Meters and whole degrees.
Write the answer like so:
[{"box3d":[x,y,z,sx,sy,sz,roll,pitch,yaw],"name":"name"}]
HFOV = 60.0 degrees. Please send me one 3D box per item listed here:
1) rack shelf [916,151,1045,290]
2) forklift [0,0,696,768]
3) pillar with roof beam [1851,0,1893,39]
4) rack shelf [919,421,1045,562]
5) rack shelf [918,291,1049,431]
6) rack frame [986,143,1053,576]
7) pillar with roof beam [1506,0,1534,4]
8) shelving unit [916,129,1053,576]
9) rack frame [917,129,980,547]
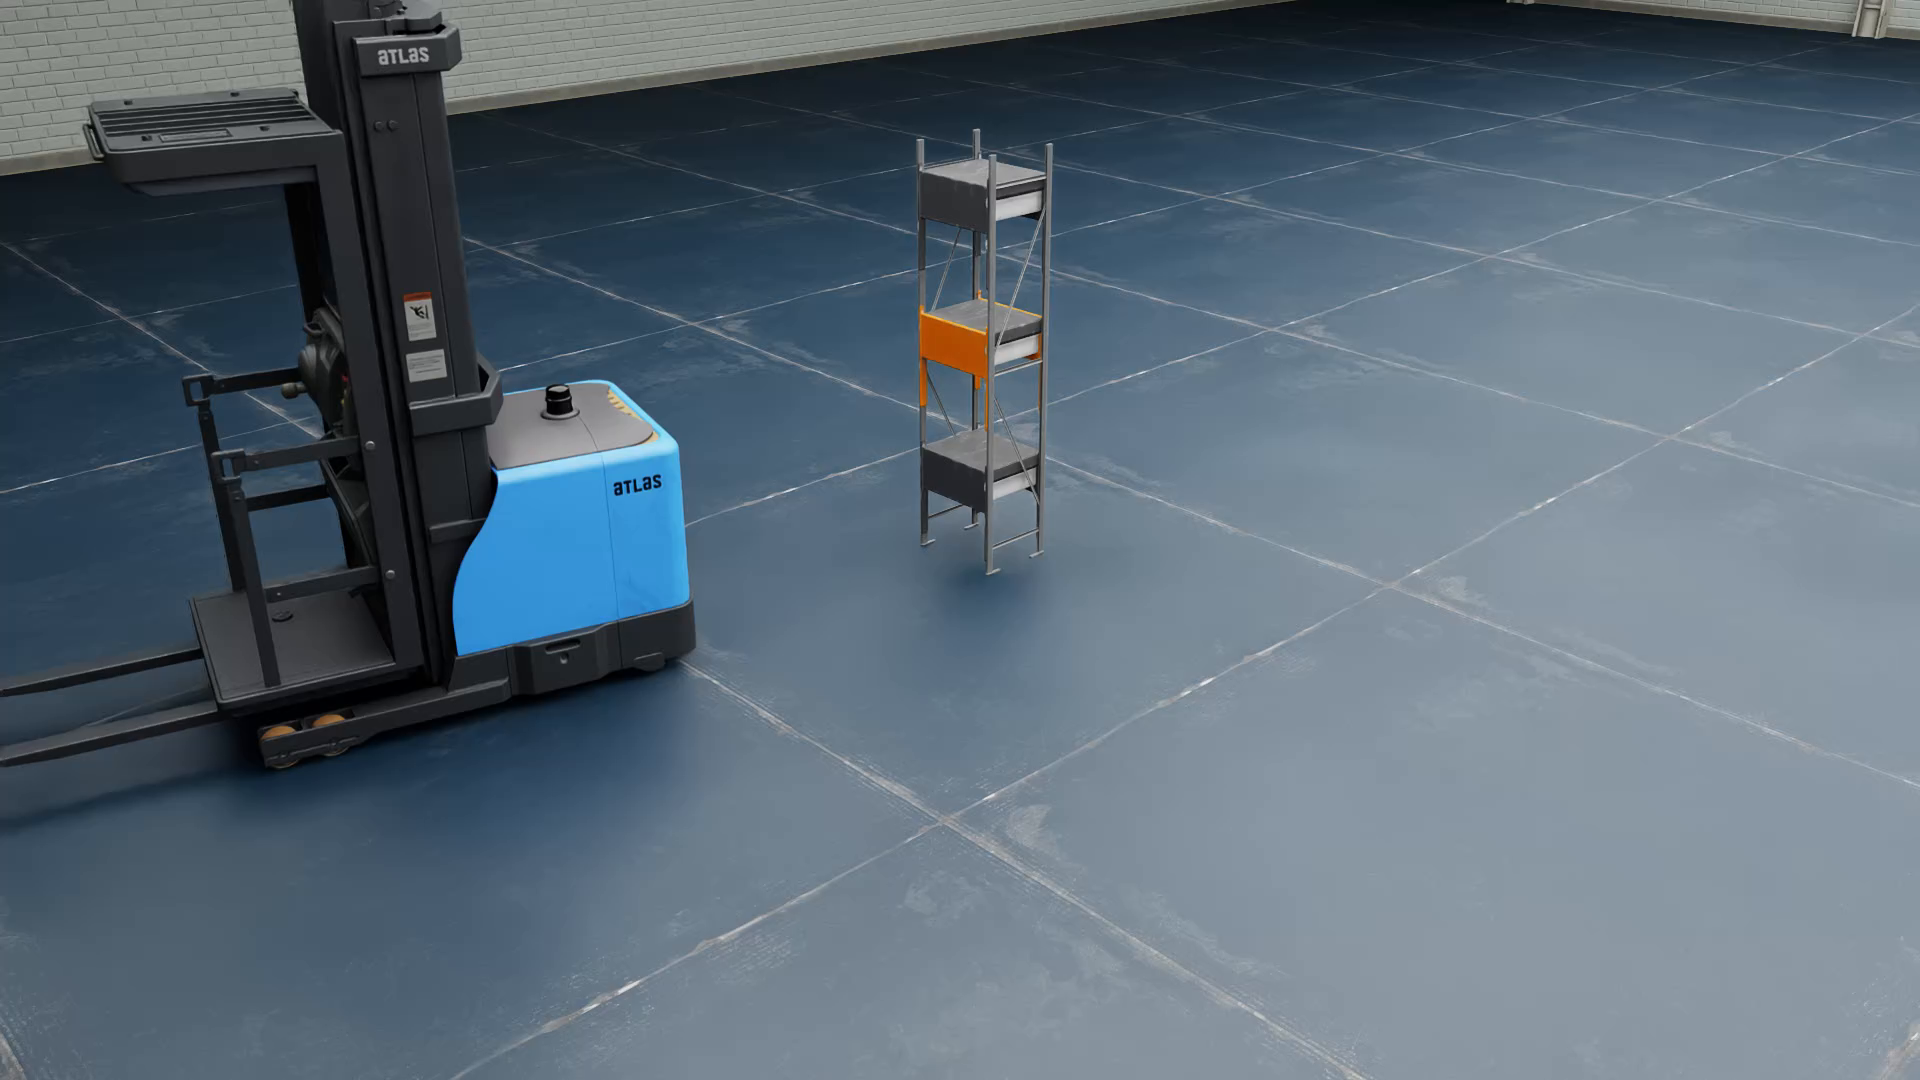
[{"box3d":[0.113,-1.530,7.919,0.431,0.518,0.480,-21,32,-38],"name":"rack shelf"},{"box3d":[-2.737,-0.661,6.668,3.031,2.935,1.130,-13,27,-26],"name":"forklift"},{"box3d":[11.075,-10.755,21.482,9.100,9.000,0.400,-21,32,-38],"name":"pillar with roof beam"},{"box3d":[0.113,-0.256,8.500,0.431,0.518,0.480,-21,32,-38],"name":"rack shelf"},{"box3d":[0.113,-0.893,8.210,0.431,0.518,0.480,-21,32,-38],"name":"rack shelf"},{"box3d":[0.280,-0.831,8.042,0.400,2.100,0.015,-21,32,-38],"name":"rack frame"},{"box3d":[6.974,-12.572,25.467,9.100,9.000,0.400,-21,32,-38],"name":"pillar with roof beam"},{"box3d":[0.113,-0.905,8.204,0.431,2.100,0.503,-21,32,-38],"name":"shelving unit"},{"box3d":[-0.054,-0.979,8.366,0.400,2.100,0.015,-21,32,-38],"name":"rack frame"}]
